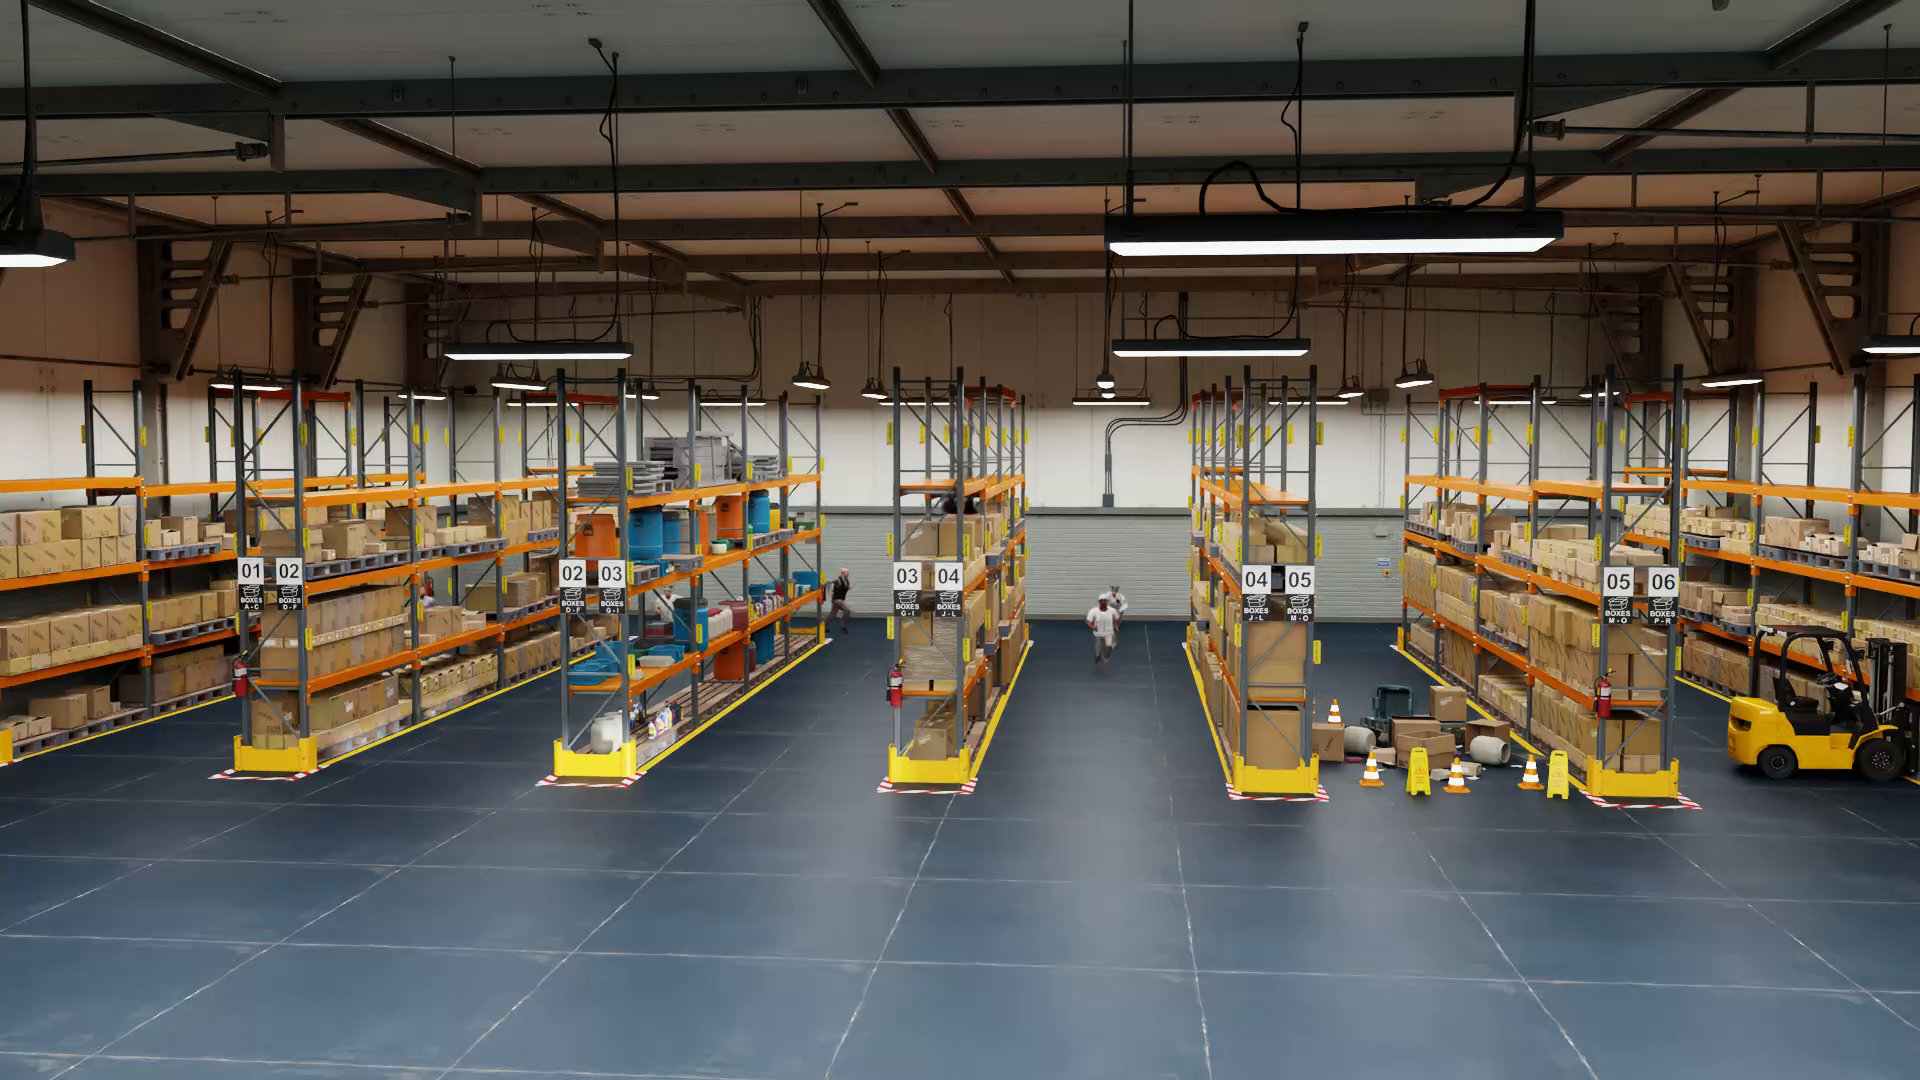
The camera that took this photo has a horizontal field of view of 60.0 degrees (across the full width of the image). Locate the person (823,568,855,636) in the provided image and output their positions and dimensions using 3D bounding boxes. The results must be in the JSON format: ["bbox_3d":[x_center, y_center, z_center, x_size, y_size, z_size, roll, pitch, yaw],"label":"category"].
[{"bbox_3d":[-3.110,1.648,42.038,0.941,1.527,0.650,1,4,16],"label":"person"}]

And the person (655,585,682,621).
[{"bbox_3d":[-6.539,1.841,37.503,0.654,1.702,0.732,0,4,5],"label":"person"}]

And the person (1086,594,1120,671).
[{"bbox_3d":[2.994,1.942,34.643,0.714,1.648,0.874,0,4,-2],"label":"person"}]

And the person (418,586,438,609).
[{"bbox_3d":[-12.200,1.856,37.784,0.599,1.608,0.539,0,4,3],"label":"person"}]

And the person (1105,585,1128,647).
[{"bbox_3d":[3.723,1.800,39.900,0.623,1.506,1.040,1,4,10],"label":"person"}]
